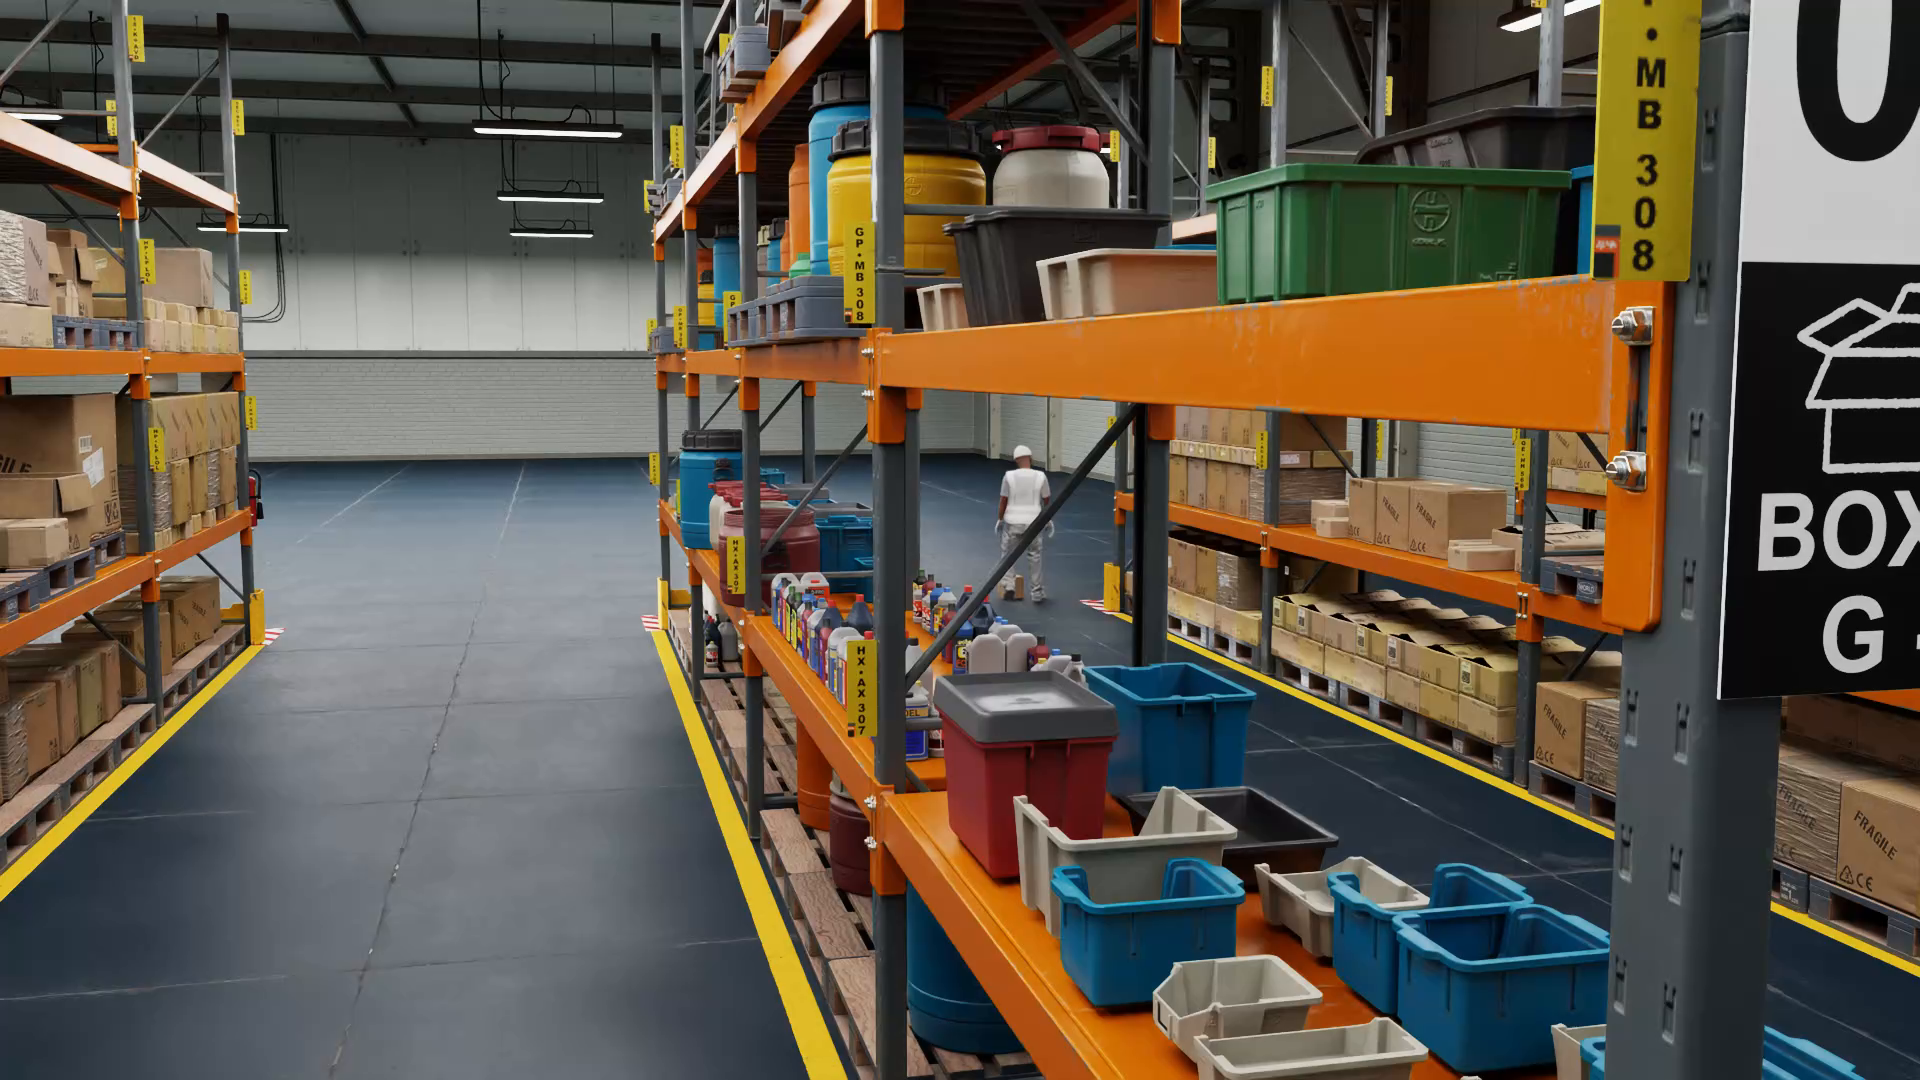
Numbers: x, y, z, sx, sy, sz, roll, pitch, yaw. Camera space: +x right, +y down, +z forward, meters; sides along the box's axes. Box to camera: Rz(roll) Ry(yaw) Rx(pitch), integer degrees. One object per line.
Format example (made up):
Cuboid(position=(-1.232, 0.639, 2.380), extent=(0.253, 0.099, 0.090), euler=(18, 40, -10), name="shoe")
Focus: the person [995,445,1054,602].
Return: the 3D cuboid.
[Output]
Cuboid(position=(0.734, -0.184, 18.894), extent=(0.675, 1.781, 0.540), euler=(0, 6, -2), name="person")
